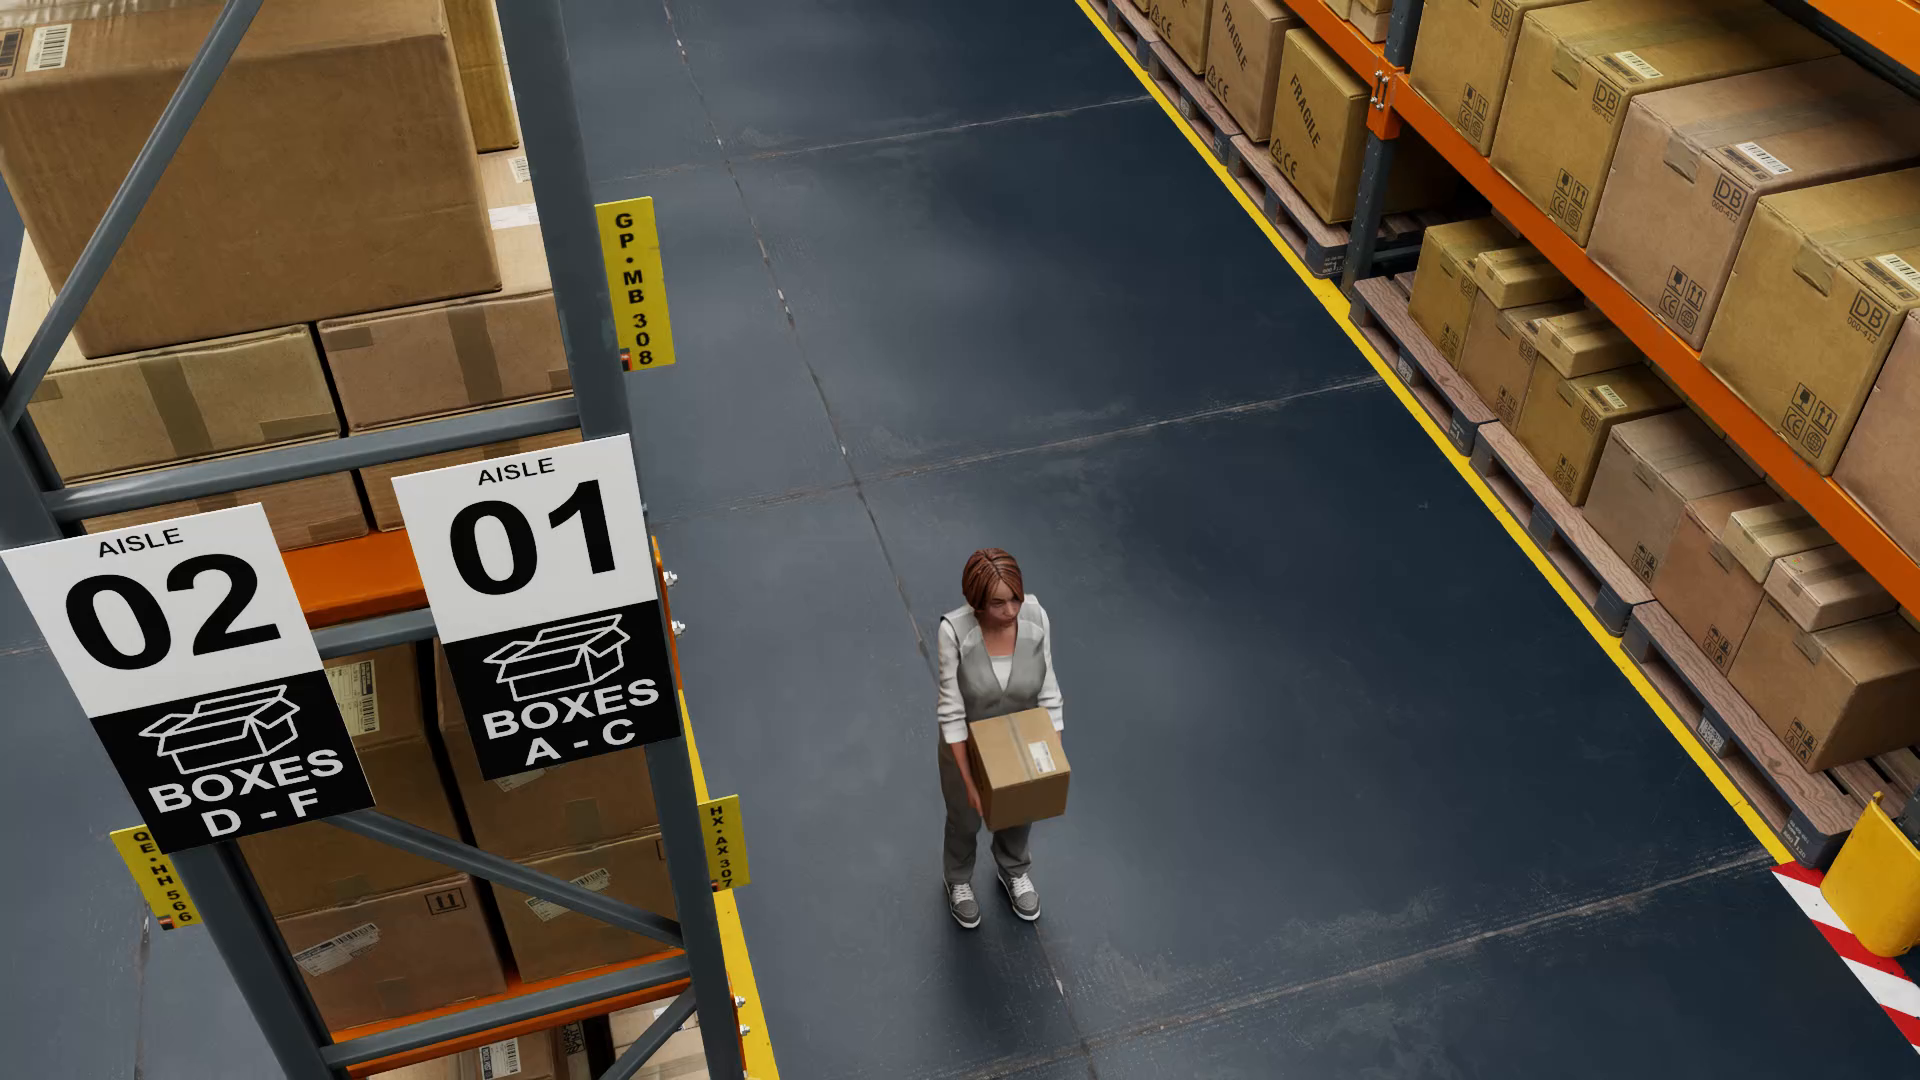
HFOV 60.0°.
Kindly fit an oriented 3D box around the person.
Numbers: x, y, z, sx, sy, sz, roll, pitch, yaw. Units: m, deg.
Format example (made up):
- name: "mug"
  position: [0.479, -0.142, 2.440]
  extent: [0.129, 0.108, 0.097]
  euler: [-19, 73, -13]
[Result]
- name: "person"
  position: [0.129, 0.720, 5.396]
  extent: [0.405, 1.594, 0.483]
  euler: [-11, 44, -12]
